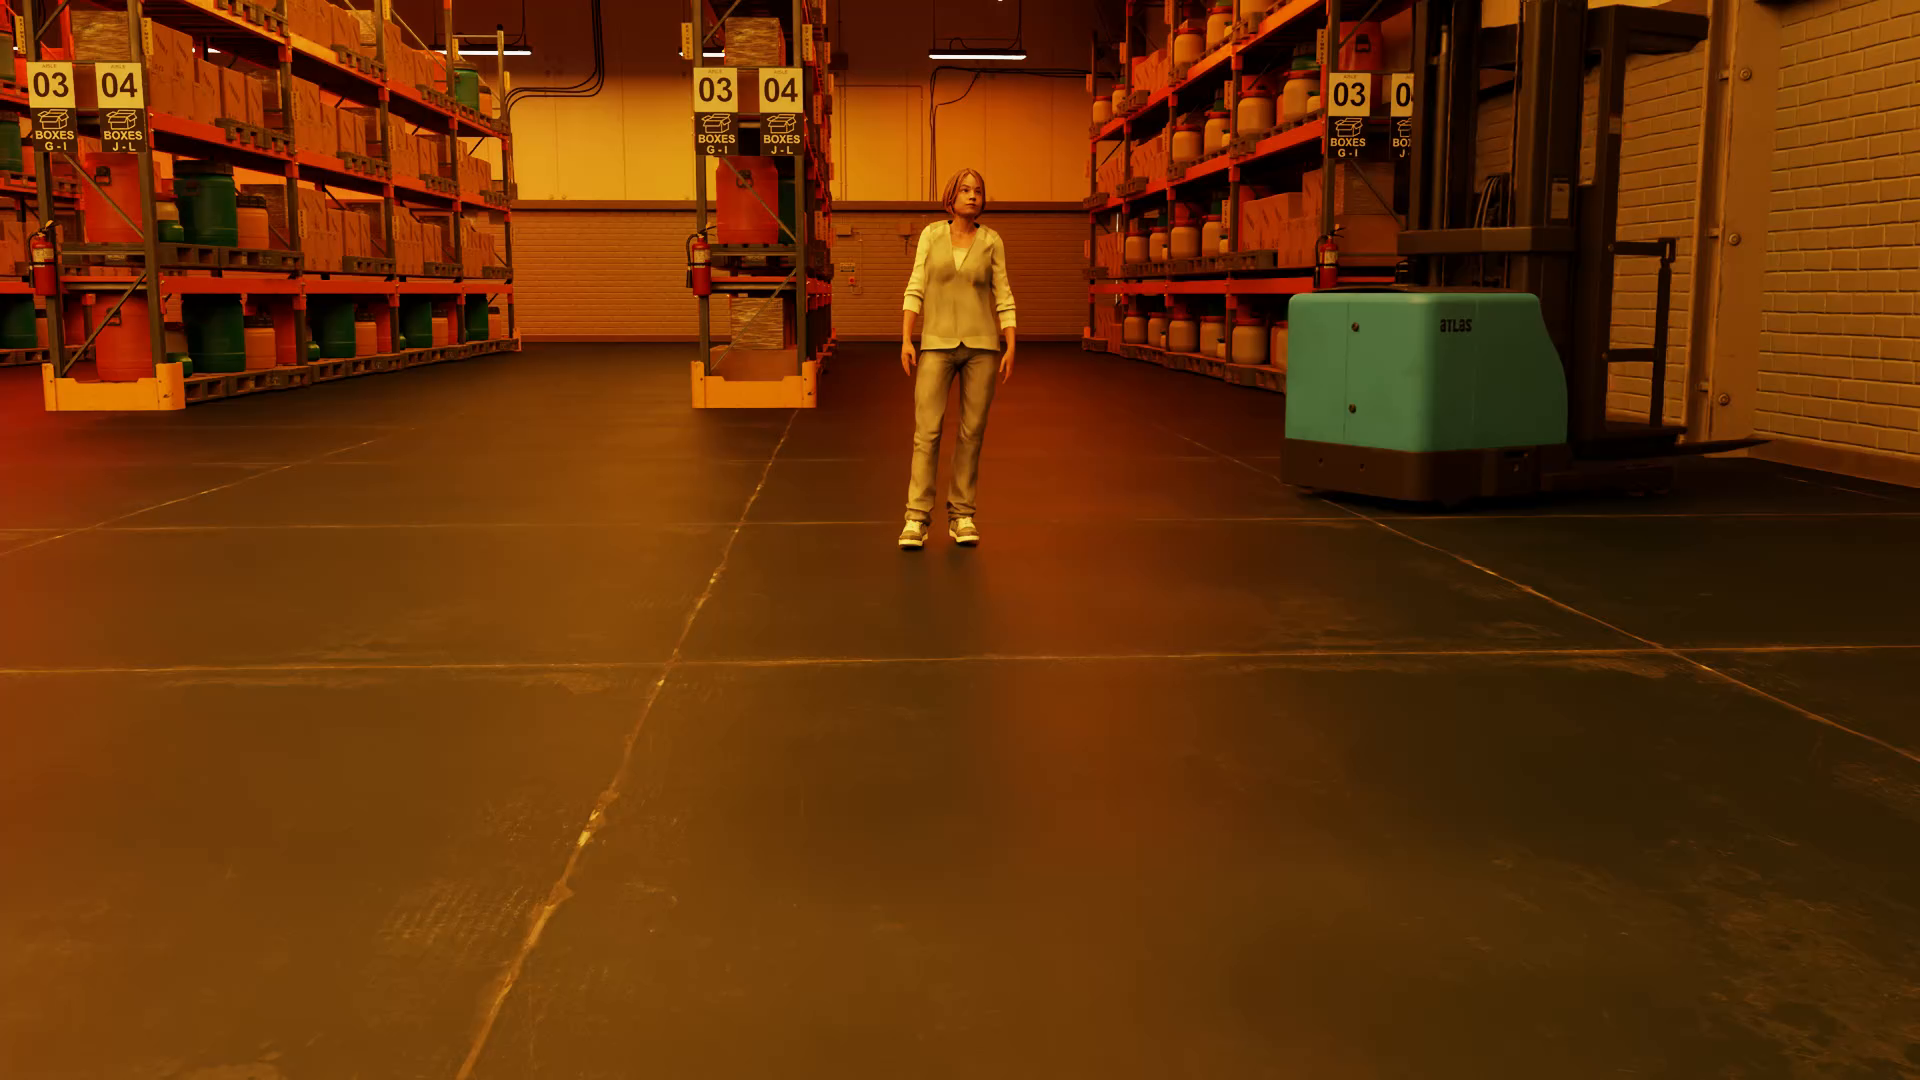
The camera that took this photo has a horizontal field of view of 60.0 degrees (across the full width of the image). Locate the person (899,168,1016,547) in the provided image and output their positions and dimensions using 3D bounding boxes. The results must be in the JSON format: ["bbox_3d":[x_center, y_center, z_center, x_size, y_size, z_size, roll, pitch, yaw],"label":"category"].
[{"bbox_3d":[-0.009,-0.786,7.118,0.521,1.596,0.475,-1,8,-4],"label":"person"}]

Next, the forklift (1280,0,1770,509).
[{"bbox_3d":[3.249,-1.738,9.035,3.031,2.935,1.130,-5,10,-30],"label":"forklift"}]
